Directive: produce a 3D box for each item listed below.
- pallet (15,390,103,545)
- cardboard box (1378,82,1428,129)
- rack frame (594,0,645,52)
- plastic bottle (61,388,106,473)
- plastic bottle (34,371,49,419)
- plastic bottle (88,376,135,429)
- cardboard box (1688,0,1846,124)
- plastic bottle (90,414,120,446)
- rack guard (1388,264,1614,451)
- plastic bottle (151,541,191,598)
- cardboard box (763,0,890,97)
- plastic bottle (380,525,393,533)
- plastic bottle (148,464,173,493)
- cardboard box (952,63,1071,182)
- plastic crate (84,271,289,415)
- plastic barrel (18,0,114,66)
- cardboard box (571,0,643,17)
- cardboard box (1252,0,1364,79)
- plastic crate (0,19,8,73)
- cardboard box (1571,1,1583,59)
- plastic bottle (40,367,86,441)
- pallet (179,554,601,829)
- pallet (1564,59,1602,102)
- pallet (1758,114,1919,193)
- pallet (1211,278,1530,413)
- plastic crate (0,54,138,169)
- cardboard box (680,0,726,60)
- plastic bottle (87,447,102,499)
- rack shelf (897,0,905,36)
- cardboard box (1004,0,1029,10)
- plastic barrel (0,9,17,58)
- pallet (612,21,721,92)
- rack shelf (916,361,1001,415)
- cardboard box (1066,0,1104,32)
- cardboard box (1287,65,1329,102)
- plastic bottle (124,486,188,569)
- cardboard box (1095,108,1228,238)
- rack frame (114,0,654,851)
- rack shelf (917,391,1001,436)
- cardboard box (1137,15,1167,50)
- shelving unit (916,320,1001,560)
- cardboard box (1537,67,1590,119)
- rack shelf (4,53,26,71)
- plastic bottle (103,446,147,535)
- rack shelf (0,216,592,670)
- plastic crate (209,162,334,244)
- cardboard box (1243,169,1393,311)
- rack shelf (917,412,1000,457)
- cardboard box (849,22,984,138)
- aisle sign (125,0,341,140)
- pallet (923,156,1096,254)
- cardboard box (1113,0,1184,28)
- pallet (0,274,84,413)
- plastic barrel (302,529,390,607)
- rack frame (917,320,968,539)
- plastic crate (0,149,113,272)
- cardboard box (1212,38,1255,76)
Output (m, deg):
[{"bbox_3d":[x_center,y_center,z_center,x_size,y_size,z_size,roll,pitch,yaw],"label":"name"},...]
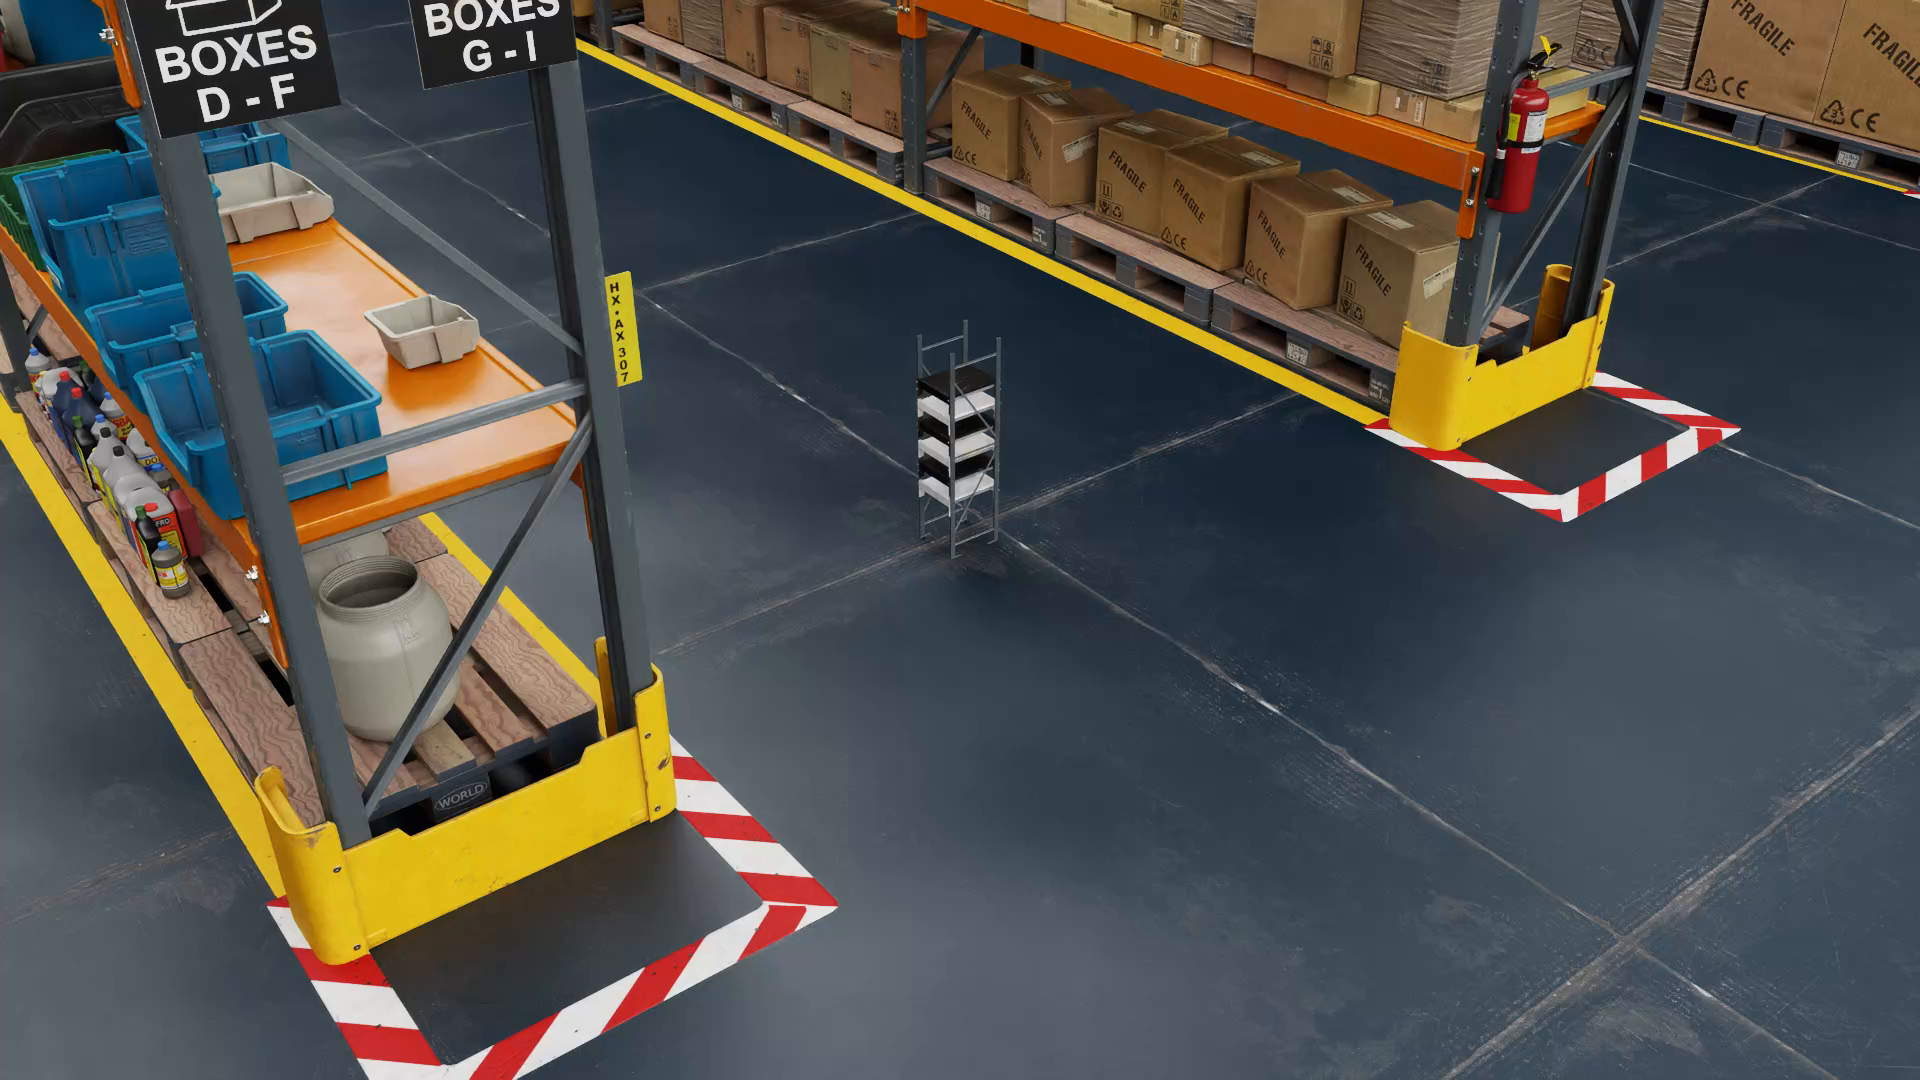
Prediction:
[{"bbox_3d":[-3.446,-0.471,7.308,1.003,0.211,1.213,-22,38,-31],"label":"pallet"},{"bbox_3d":[2.050,-1.934,7.258,0.380,0.149,0.250,-22,38,-31],"label":"cardboard box"},{"bbox_3d":[-2.365,-5.218,12.308,1.000,3.000,0.127,-22,38,-31],"label":"rack frame"},{"bbox_3d":[-3.542,-0.461,6.743,0.144,0.351,0.185,-24,39,-33],"label":"plastic bottle"},{"bbox_3d":[-3.914,-0.630,7.156,0.097,0.201,0.097,0,32,0],"label":"plastic bottle"},{"bbox_3d":[-3.544,-0.586,6.944,0.144,0.351,0.185,-22,38,-31],"label":"plastic bottle"},{"bbox_3d":[5.511,-3.350,10.916,0.875,0.875,0.875,-23,39,-32],"label":"cardboard box"},{"bbox_3d":[-3.422,-0.378,6.684,0.097,0.271,0.097,0,32,0],"label":"plastic bottle"},{"bbox_3d":[2.494,-0.854,7.651,1.175,0.500,0.348,-22,38,-31],"label":"rack guard"},{"bbox_3d":[-2.845,0.097,5.986,0.097,0.201,0.097,0,32,0],"label":"plastic bottle"},{"bbox_3d":[-0.893,-3.377,11.296,0.700,0.500,0.500,-26,40,-35],"label":"cardboard box"},{"bbox_3d":[-2.238,-0.166,6.343,0.097,0.271,0.097,0,32,0],"label":"plastic bottle"},{"bbox_3d":[-3.099,-0.200,6.464,0.097,0.201,0.097,0,32,0],"label":"plastic bottle"},{"bbox_3d":[0.301,-2.488,9.884,0.500,0.500,0.500,-24,39,-33],"label":"cardboard box"},{"bbox_3d":[-2.309,-0.603,5.018,0.499,0.251,0.408,-22,38,-31],"label":"plastic crate"},{"bbox_3d":[-3.823,-2.420,7.329,0.600,0.901,0.708,-22,38,-31],"label":"plastic barrel"},{"bbox_3d":[-2.772,-4.788,13.232,1.225,0.875,0.875,-24,39,-33],"label":"cardboard box"},{"bbox_3d":[1.823,-2.460,7.492,0.875,0.500,0.500,-22,38,-31],"label":"cardboard box"},{"bbox_3d":[-4.364,-2.078,7.193,0.402,0.464,0.583,-22,38,-31],"label":"plastic crate"},{"bbox_3d":[4.398,-4.105,12.131,0.875,0.875,0.875,-22,38,-31],"label":"cardboard box"},{"bbox_3d":[-3.756,-0.578,7.002,0.152,0.276,0.135,-21,37,-30],"label":"plastic bottle"},{"bbox_3d":[-1.950,0.546,5.670,1.003,0.211,1.213,-22,38,-31],"label":"pallet"},{"bbox_3d":[4.472,-3.587,12.325,1.003,0.211,1.213,-22,38,-31],"label":"pallet"},{"bbox_3d":[5.968,-2.570,10.688,1.003,0.211,1.213,-22,38,-31],"label":"pallet"},{"bbox_3d":[2.023,-1.081,8.290,1.003,0.211,1.213,-22,38,-31],"label":"pallet"},{"bbox_3d":[-3.604,-1.663,6.643,0.767,0.338,0.504,-22,38,-31],"label":"plastic crate"},{"bbox_3d":[-1.589,-3.843,12.047,0.700,0.500,0.500,-26,40,-35],"label":"cardboard box"},{"bbox_3d":[-3.387,-0.272,6.580,0.097,0.201,0.097,0,32,0],"label":"plastic bottle"},{"bbox_3d":[-1.139,-4.079,11.156,1.077,0.370,4.000,-22,38,-31],"label":"rack shelf"},{"bbox_3d":[0.461,-2.953,8.899,0.380,0.149,0.250,-22,38,-31],"label":"cardboard box"},{"bbox_3d":[-4.515,-2.491,8.049,0.301,0.262,0.301,0,32,0],"label":"plastic barrel"},{"bbox_3d":[-1.887,-3.707,12.519,1.003,0.211,1.213,-22,38,-31],"label":"pallet"},{"bbox_3d":[-0.005,-0.587,6.393,0.258,0.077,0.200,-22,38,-31],"label":"rack shelf"},{"bbox_3d":[0.768,-2.744,8.564,0.380,0.149,0.250,-22,38,-31],"label":"cardboard box"},{"bbox_3d":[1.715,-2.130,7.575,0.380,0.149,0.250,-22,38,-31],"label":"cardboard box"},{"bbox_3d":[-2.978,-0.049,6.150,0.152,0.276,0.135,-22,38,-31],"label":"plastic bottle"},{"bbox_3d":[1.101,-2.018,9.128,0.500,0.500,0.500,-26,40,-35],"label":"cardboard box"},{"bbox_3d":[-1.372,-0.281,4.360,1.000,3.000,0.127,-22,38,-31],"label":"rack frame"},{"bbox_3d":[-0.005,-0.510,6.441,0.258,0.077,0.200,-22,38,-31],"label":"rack shelf"},{"bbox_3d":[1.101,-2.547,8.246,0.380,0.149,0.250,-22,38,-31],"label":"cardboard box"},{"bbox_3d":[-0.005,-0.386,6.518,0.258,0.900,0.210,-22,38,-31],"label":"shelving unit"},{"bbox_3d":[2.554,-1.973,7.322,0.380,0.149,0.250,-22,38,-31],"label":"cardboard box"},{"bbox_3d":[-5.051,-2.476,8.576,1.077,0.370,4.000,-22,38,-31],"label":"rack shelf"},{"bbox_3d":[-3.167,-0.206,6.332,0.144,0.351,0.185,-21,37,-29],"label":"plastic bottle"},{"bbox_3d":[-2.599,-0.809,5.892,1.077,0.370,4.000,-22,38,-31],"label":"rack shelf"},{"bbox_3d":[-2.629,-1.242,6.156,0.530,0.136,0.437,-22,38,-31],"label":"plastic crate"},{"bbox_3d":[1.777,-1.504,8.300,0.500,0.500,0.500,-12,34,-19],"label":"cardboard box"},{"bbox_3d":[-0.005,-0.434,6.488,0.258,0.077,0.200,-22,38,-31],"label":"rack shelf"},{"bbox_3d":[-0.272,-2.939,10.591,0.700,0.500,0.500,-26,40,-35],"label":"cardboard box"},{"bbox_3d":[-1.563,-1.260,3.471,0.394,0.787,0.004,-22,38,-31],"label":"aisle sign"},{"bbox_3d":[0.527,-2.098,9.928,1.003,0.211,1.213,-22,38,-31],"label":"pallet"},{"bbox_3d":[1.253,-2.895,8.191,0.875,0.500,0.500,-22,38,-31],"label":"cardboard box"},{"bbox_3d":[-4.337,-1.079,8.287,1.003,0.211,1.213,-22,38,-31],"label":"pallet"},{"bbox_3d":[-2.143,0.139,5.644,0.421,0.512,0.421,0,32,0],"label":"plastic barrel"},{"bbox_3d":[-0.067,-0.428,6.586,0.240,0.900,0.006,-22,38,-31],"label":"rack frame"},{"bbox_3d":[-3.216,-1.201,6.042,0.450,0.188,0.662,-22,38,-31],"label":"plastic crate"},{"bbox_3d":[1.423,-2.345,7.920,0.380,0.149,0.250,-22,38,-31],"label":"cardboard box"}]
